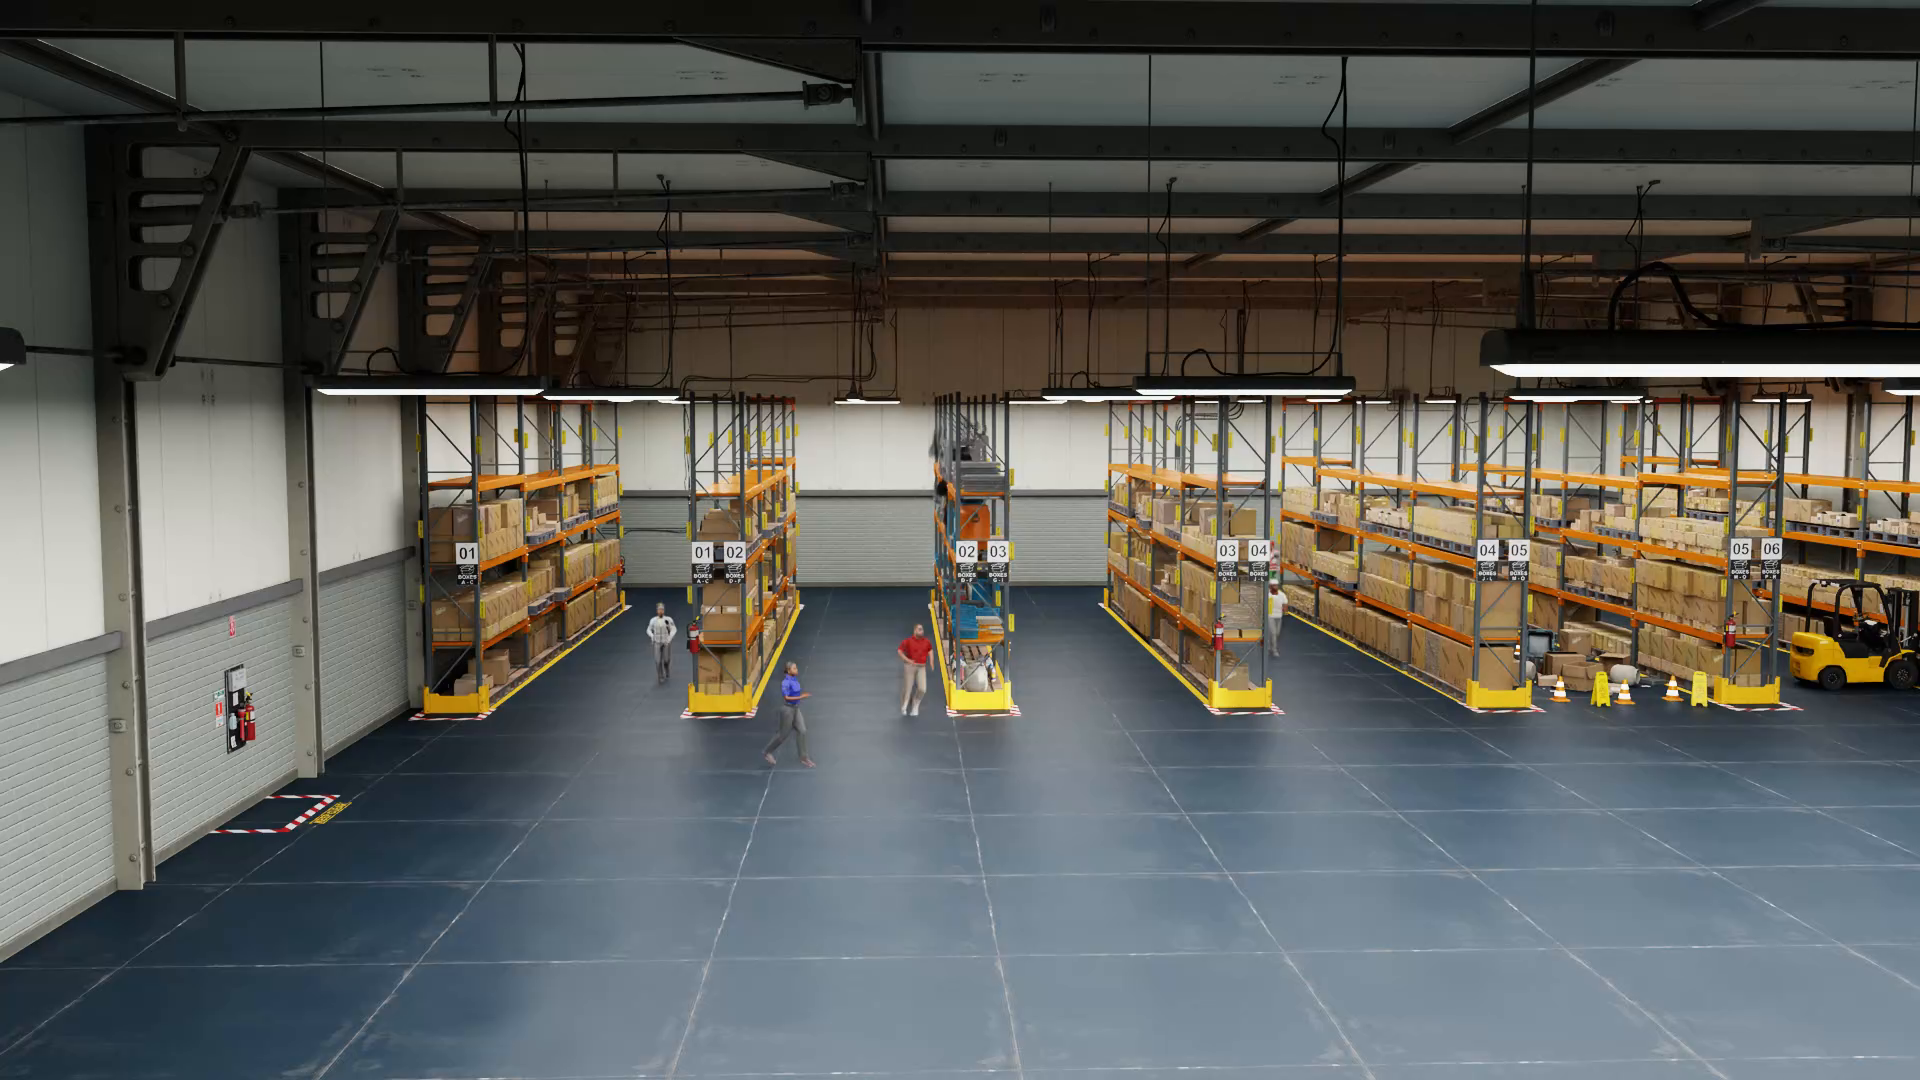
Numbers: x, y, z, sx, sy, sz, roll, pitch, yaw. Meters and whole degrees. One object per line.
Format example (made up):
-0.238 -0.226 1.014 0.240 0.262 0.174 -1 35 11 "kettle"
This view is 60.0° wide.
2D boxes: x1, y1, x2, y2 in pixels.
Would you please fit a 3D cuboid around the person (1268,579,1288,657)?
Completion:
7.208 1.772 38.266 0.723 1.753 0.861 -1 5 -11 "person"

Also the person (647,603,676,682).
-6.203 2.130 34.550 0.611 1.649 0.569 -1 5 -8 "person"

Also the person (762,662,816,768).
-2.727 2.764 26.412 0.871 1.685 0.595 1 5 17 "person"

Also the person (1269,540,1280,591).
9.138 0.930 48.912 0.719 1.839 0.696 -3 5 -30 "person"

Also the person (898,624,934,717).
-0.796 2.425 30.796 0.733 1.729 0.614 -2 5 -20 "person"
